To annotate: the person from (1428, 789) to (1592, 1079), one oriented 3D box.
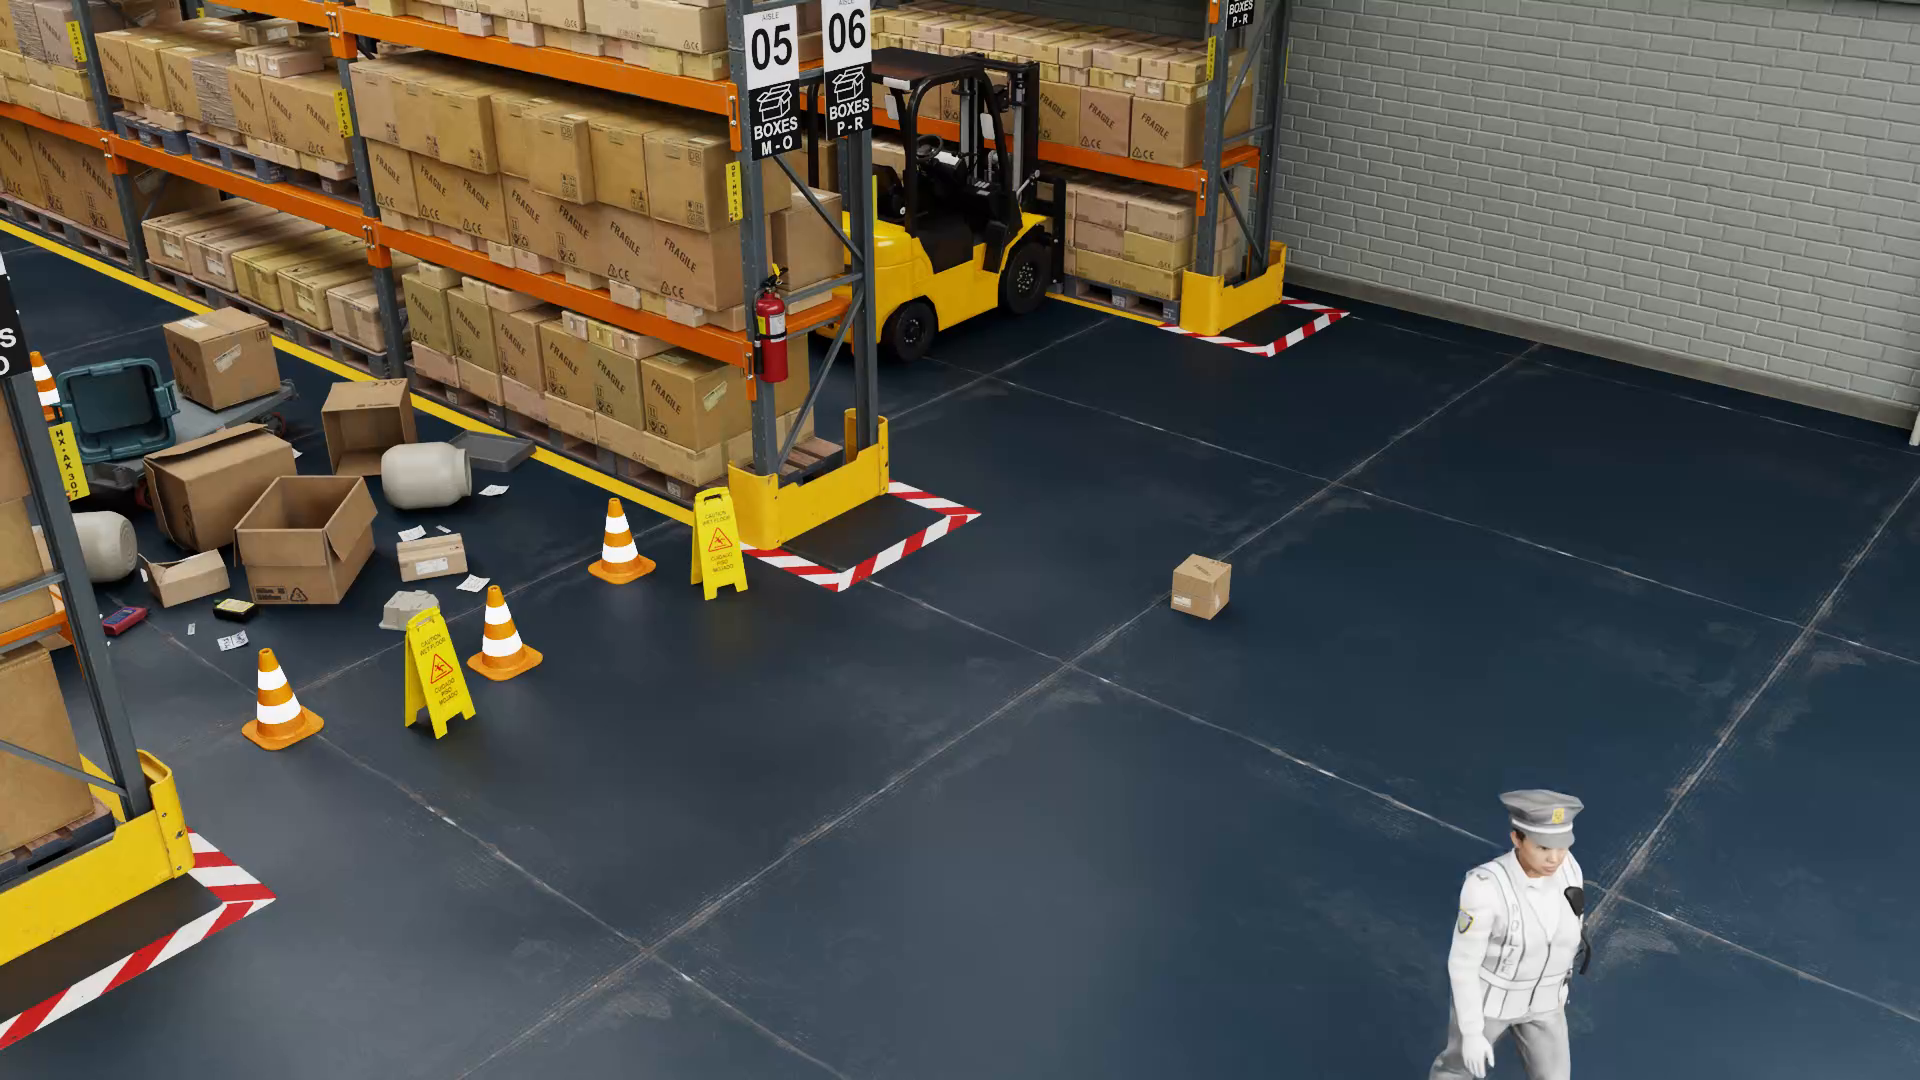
[{"bbox_3d":[1.859,1.581,5.580,0.548,1.742,0.638,-7,28,-13],"label":"person"}]
